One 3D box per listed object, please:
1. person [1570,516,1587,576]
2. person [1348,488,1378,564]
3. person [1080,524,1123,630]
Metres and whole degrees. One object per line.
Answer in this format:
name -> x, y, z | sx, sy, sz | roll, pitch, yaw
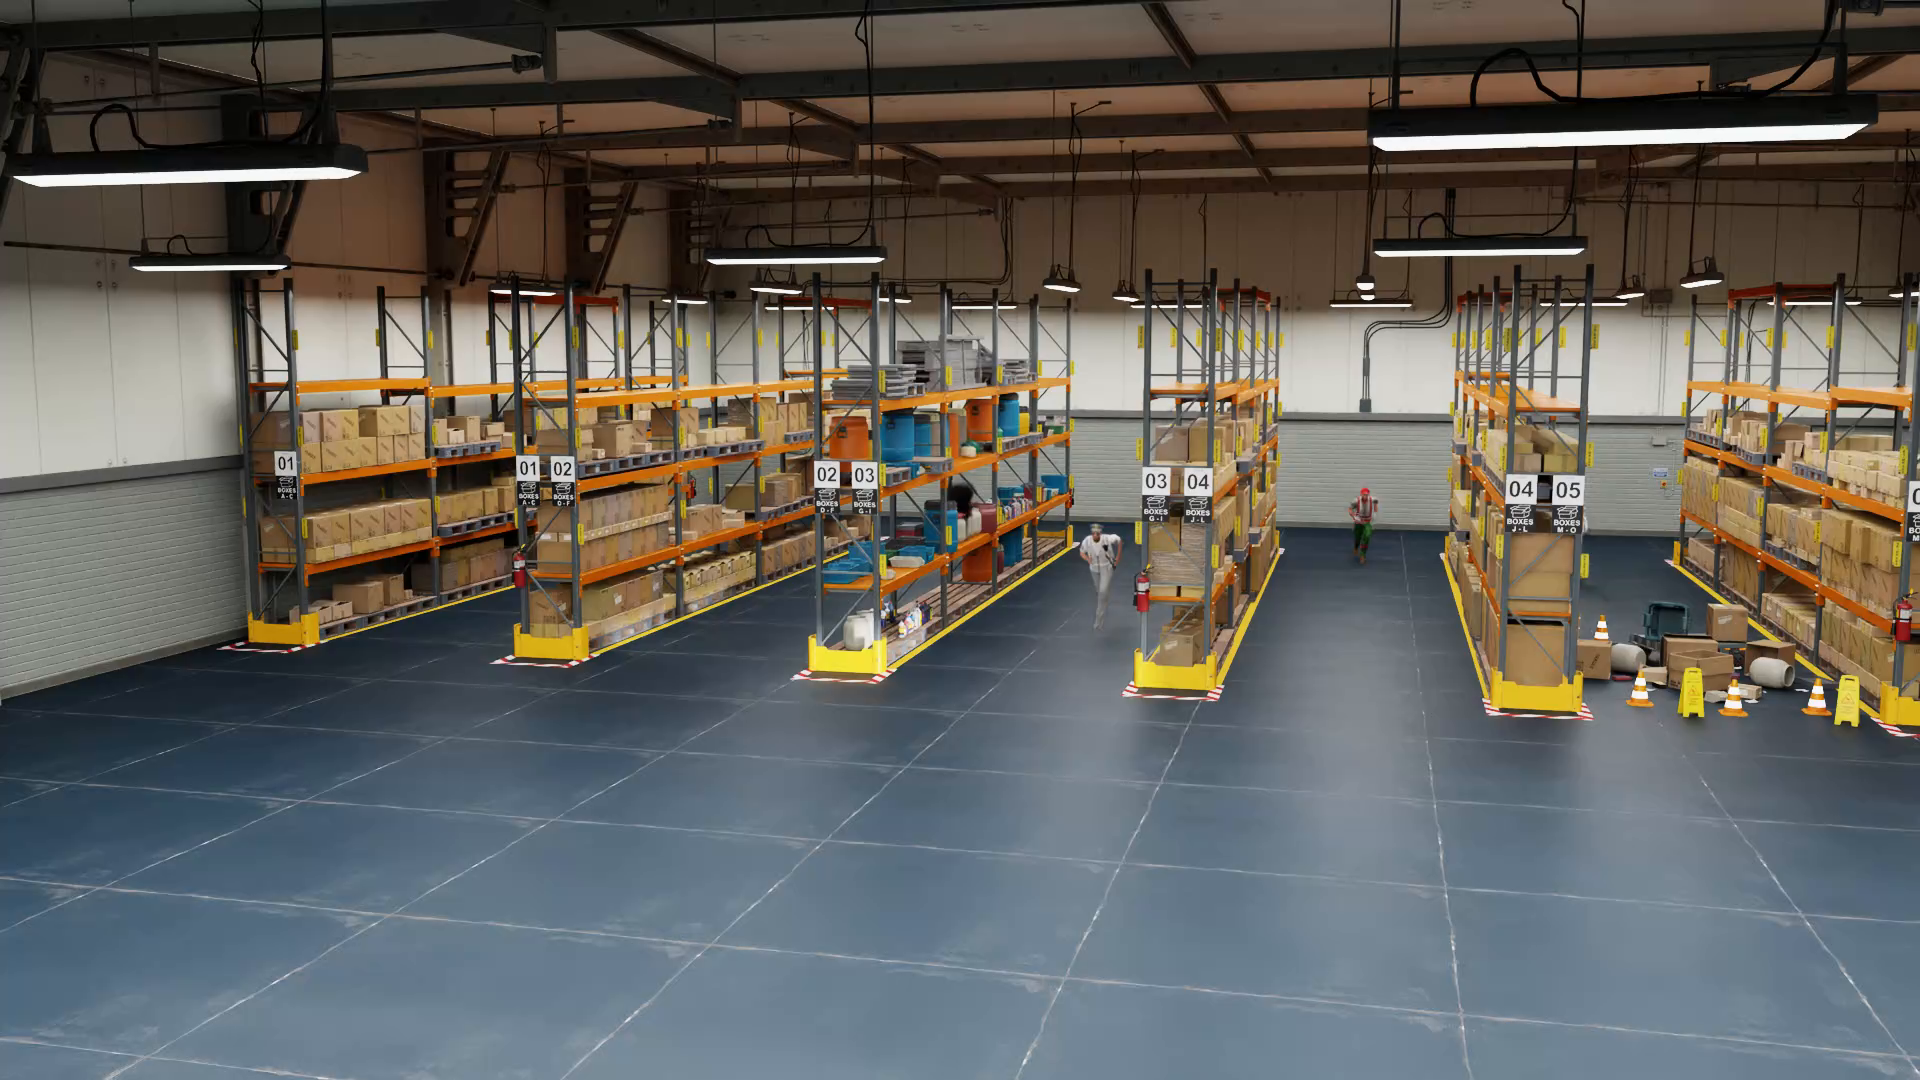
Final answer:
person -> 12.841, -0.007, 34.906 | 0.630, 1.652, 0.738 | 1, 7, 6
person -> 9.153, -0.366, 37.899 | 0.698, 1.729, 1.061 | 0, 7, 1
person -> 2.401, 0.580, 28.124 | 0.705, 1.782, 0.965 | 2, 7, 18
